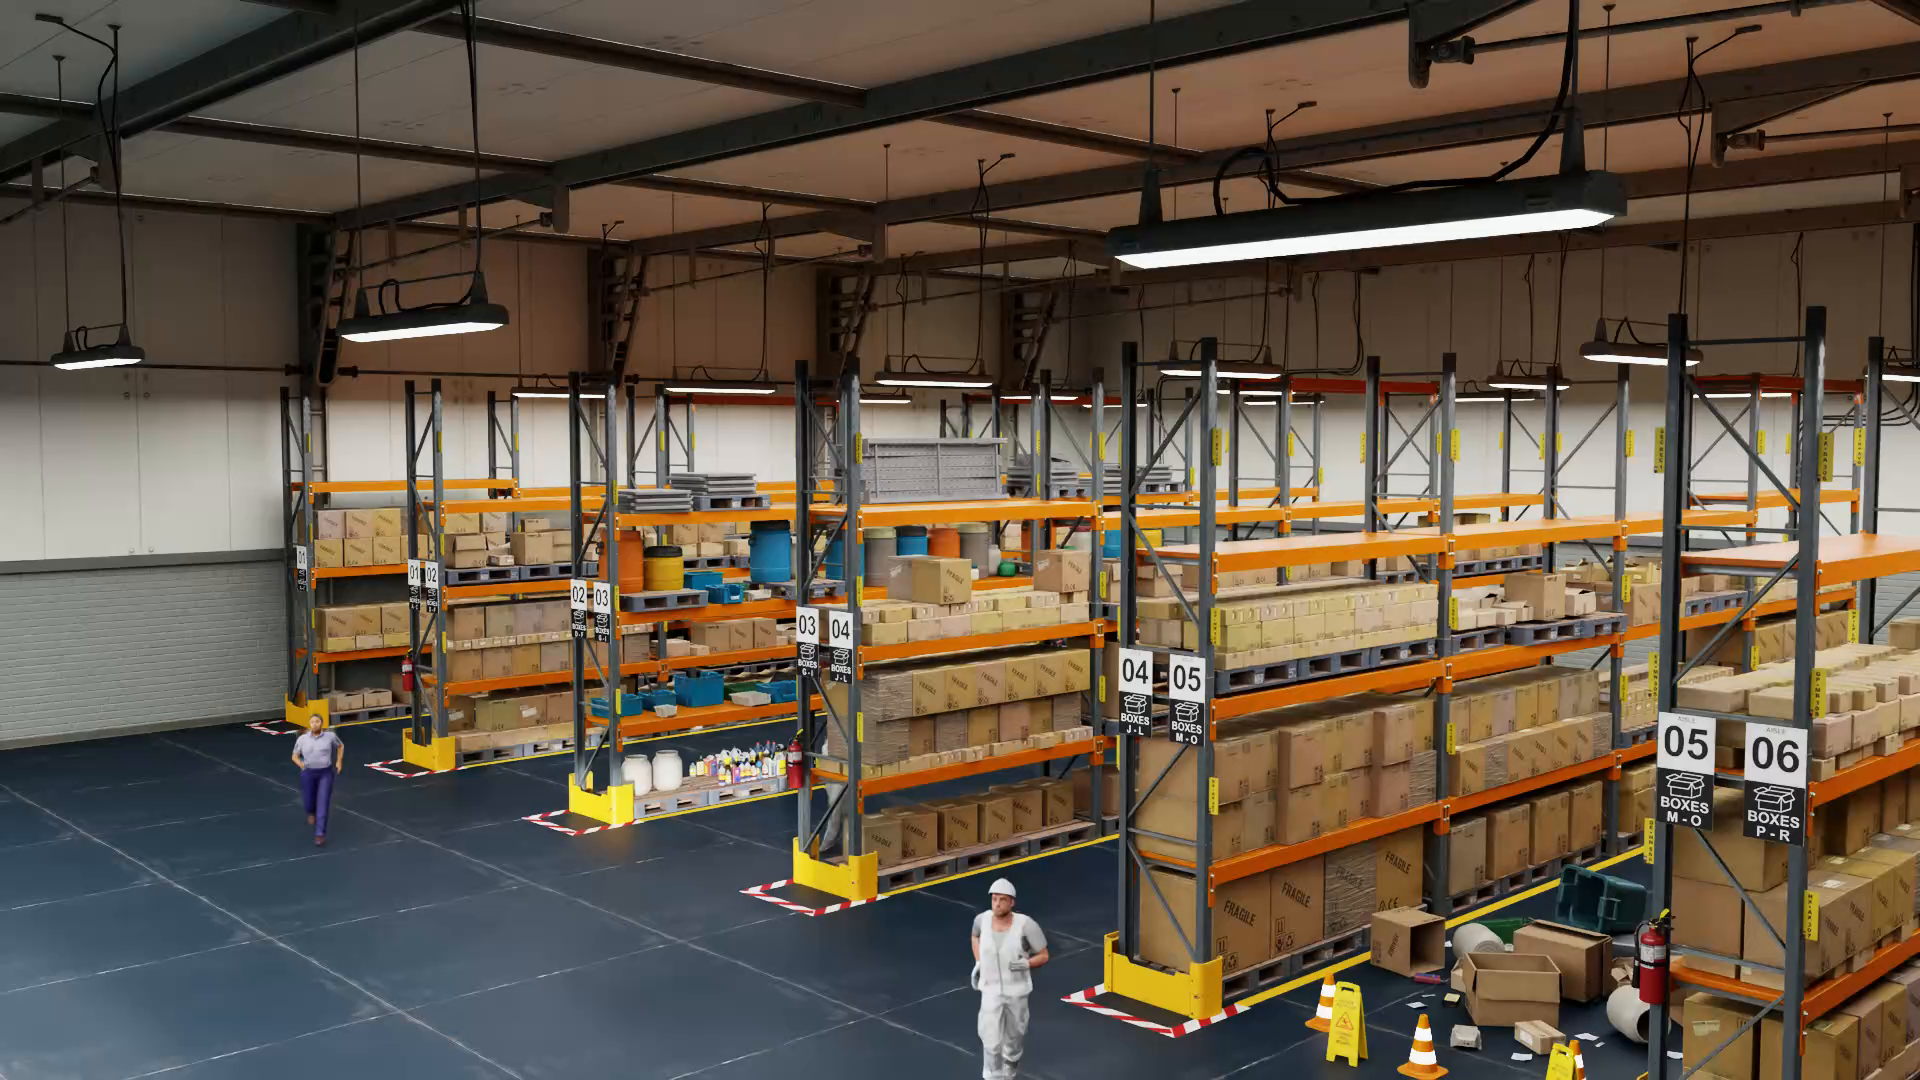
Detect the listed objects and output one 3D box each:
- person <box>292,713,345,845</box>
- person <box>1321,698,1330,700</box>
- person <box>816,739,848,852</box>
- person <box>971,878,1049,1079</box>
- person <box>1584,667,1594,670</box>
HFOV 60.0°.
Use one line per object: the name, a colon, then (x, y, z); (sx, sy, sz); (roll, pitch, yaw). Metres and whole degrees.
person: (-8.141, 3.006, 21.102); (0.621, 1.609, 0.943); (-1, 4, -18)
person: (4.918, 2.915, 22.268); (0.737, 1.633, 0.596); (-3, 5, -43)
person: (-1.507, 2.983, 20.761); (0.609, 1.651, 0.915); (3, 5, 41)
person: (0.368, 3.464, 12.616); (0.624, 1.836, 0.855); (1, 4, 8)
person: (9.243, 2.748, 24.528); (0.908, 1.743, 0.663); (-3, 5, -37)
